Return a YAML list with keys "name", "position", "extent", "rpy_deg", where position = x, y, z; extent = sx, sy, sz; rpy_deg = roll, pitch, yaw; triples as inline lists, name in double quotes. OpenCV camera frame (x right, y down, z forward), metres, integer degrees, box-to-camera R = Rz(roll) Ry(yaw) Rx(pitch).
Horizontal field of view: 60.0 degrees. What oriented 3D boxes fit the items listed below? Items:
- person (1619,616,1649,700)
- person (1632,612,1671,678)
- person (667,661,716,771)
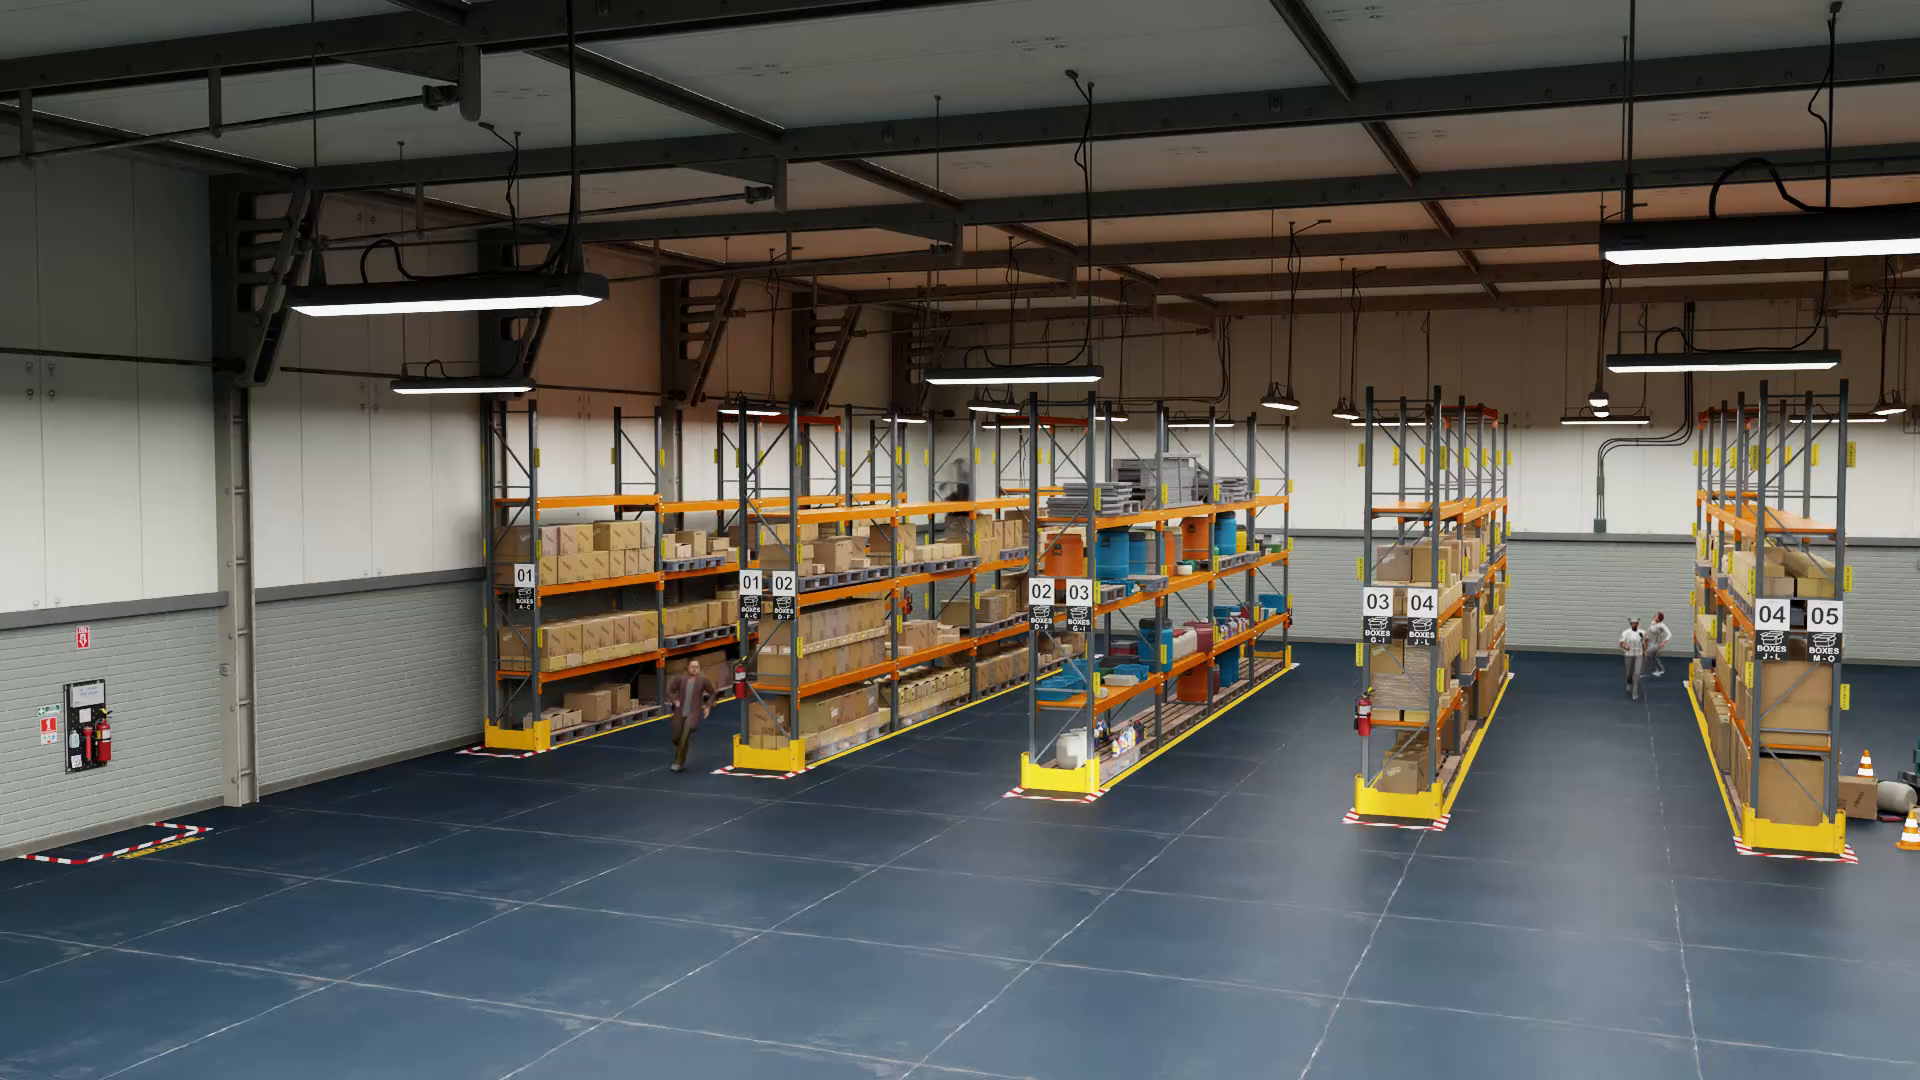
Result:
- name: "person"
  position: [14.109, 2.444, 34.818]
  extent: [0.590, 1.710, 0.920]
  rpy_deg: [1, 3, 19]
- name: "person"
  position: [15.637, 2.384, 37.699]
  extent: [0.795, 1.518, 0.694]
  rpy_deg: [1, 3, 12]
- name: "person"
  position: [-4.374, 2.819, 26.773]
  extent: [0.767, 1.715, 0.883]
  rpy_deg: [0, 3, 8]
